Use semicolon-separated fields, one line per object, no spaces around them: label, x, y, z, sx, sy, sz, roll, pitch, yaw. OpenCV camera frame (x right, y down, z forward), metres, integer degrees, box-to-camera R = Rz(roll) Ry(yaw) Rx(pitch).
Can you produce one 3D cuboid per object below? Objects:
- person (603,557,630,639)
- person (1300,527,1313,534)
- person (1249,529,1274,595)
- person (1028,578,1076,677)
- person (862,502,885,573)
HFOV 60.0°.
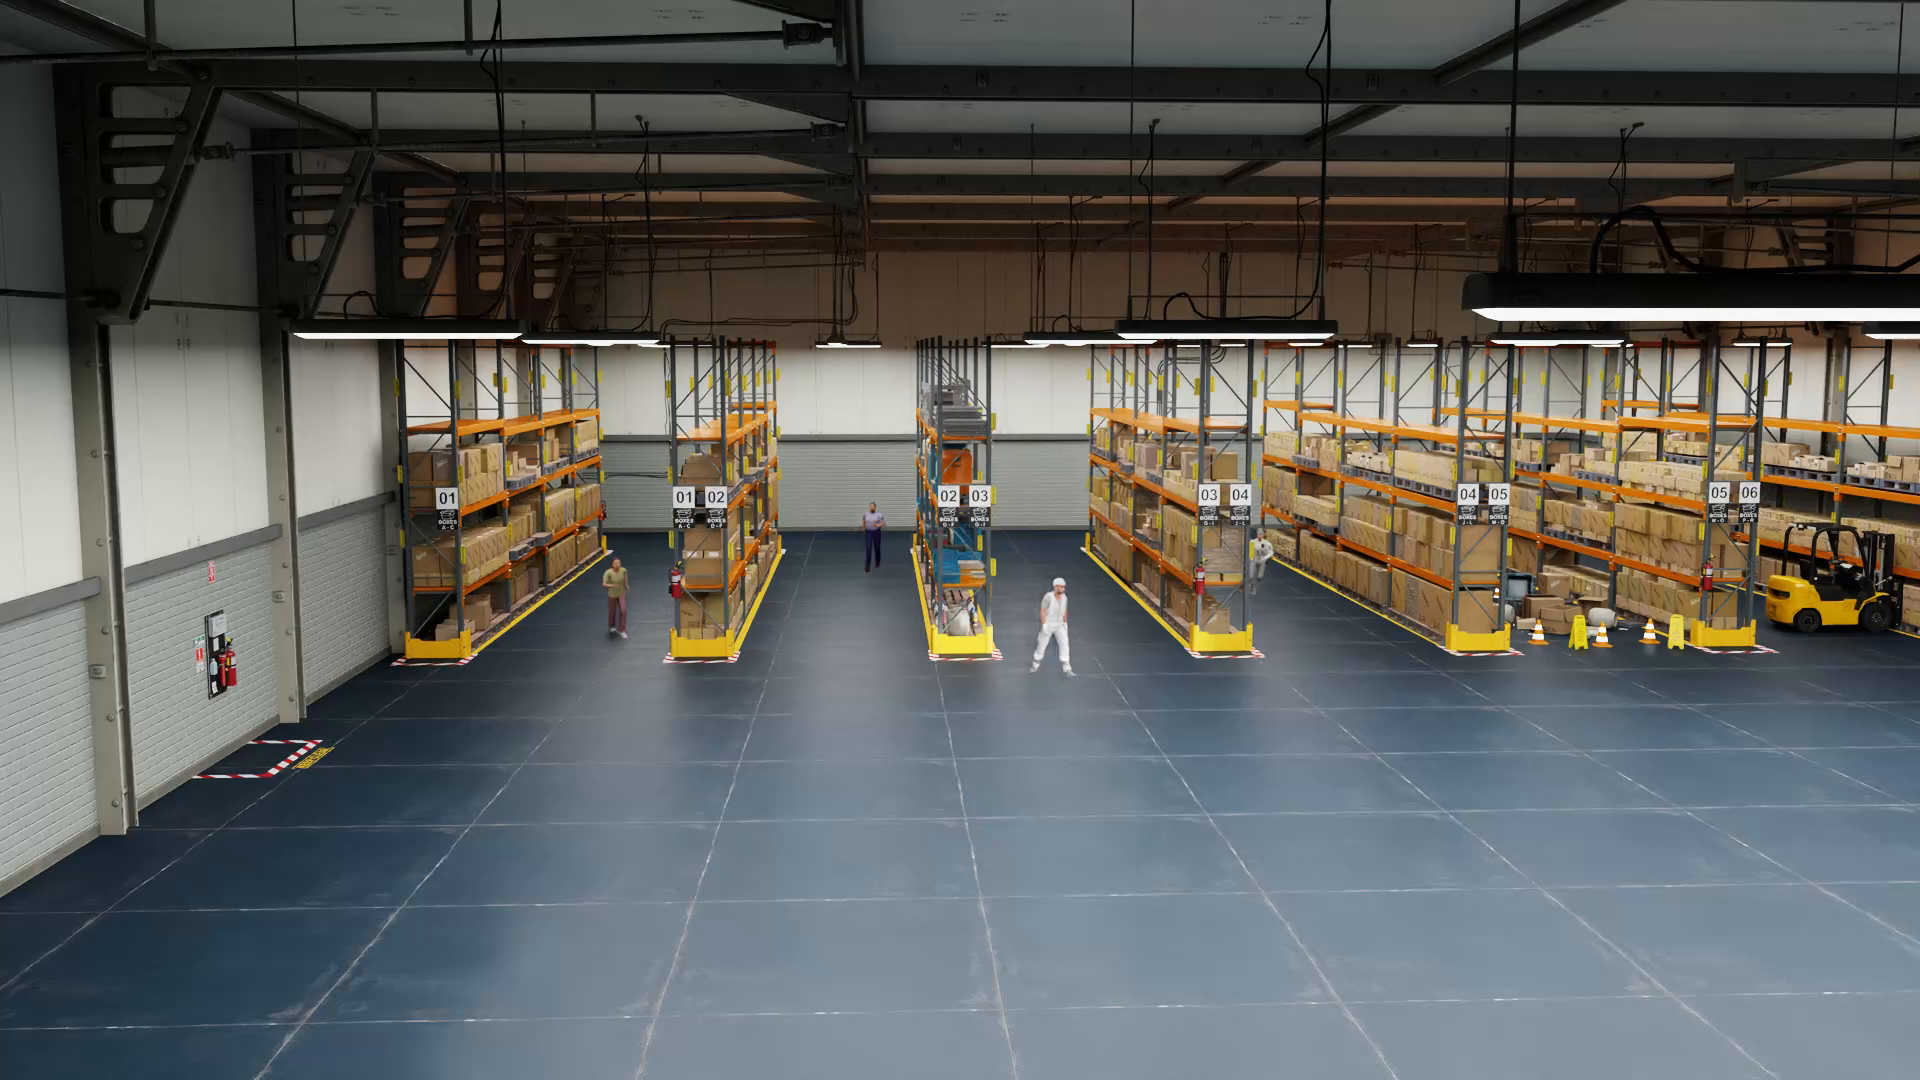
person;-6.898;1.128;33.362;0.573;1.640;0.940;-2;7;-20
person;10.017;-0.586;48.654;0.692;1.632;0.577;3;7;21
person;7.043;0.511;39.153;0.679;1.601;0.504;2;7;17
person;1.657;1.522;29.375;0.700;1.736;0.910;-4;8;-33
person;-2.148;-0.084;41.362;0.597;1.705;0.755;0;6;3
